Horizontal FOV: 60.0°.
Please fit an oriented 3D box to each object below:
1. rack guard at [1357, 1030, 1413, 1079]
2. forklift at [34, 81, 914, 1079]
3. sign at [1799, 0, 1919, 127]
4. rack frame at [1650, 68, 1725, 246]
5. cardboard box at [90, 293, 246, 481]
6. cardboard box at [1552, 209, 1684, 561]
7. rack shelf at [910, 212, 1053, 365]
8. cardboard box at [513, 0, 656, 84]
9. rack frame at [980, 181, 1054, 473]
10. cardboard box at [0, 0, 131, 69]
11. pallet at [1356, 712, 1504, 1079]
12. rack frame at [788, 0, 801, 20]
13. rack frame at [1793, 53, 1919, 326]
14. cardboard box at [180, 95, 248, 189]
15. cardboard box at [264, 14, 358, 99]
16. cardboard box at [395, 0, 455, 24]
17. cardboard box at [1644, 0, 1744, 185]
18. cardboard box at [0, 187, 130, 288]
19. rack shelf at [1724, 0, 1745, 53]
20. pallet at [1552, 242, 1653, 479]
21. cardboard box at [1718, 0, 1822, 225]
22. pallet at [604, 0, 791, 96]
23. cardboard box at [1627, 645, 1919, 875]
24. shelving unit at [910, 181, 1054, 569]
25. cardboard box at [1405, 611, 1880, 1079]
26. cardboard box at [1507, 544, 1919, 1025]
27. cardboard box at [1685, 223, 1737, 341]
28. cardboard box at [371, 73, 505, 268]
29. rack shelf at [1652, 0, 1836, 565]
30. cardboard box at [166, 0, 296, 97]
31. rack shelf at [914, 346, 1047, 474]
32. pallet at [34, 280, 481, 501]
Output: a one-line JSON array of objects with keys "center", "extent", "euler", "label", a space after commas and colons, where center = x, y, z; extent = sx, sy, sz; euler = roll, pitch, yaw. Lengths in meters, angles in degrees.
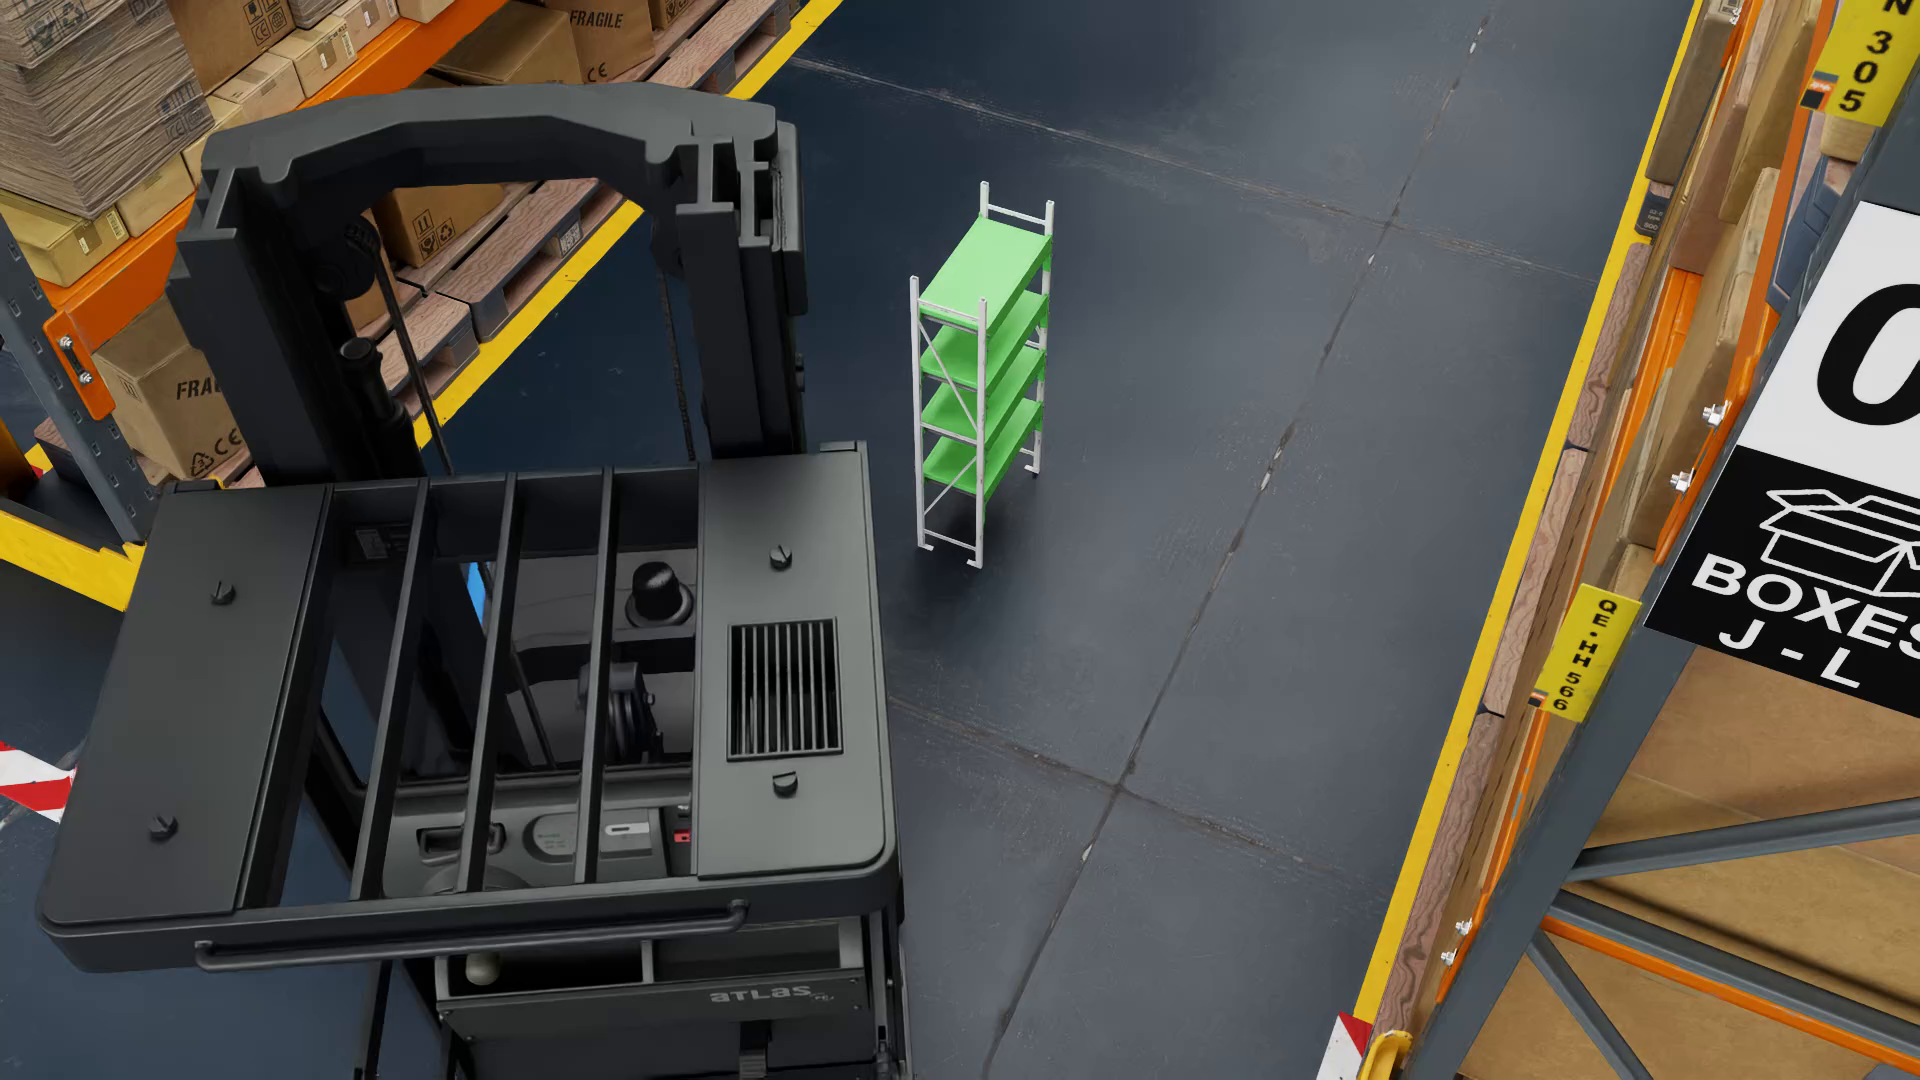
[{"center": [1.488, 1.654, 4.014], "extent": [1.175, 0.500, 0.348], "euler": [20, 52, 16], "label": "rack guard"}, {"center": [-0.658, 0.774, 3.167], "extent": [1.130, 2.935, 3.031], "euler": [-4, 50, -3], "label": "forklift"}, {"center": [1.014, -0.592, 1.785], "extent": [0.100, 0.325, 0.005], "euler": [20, 52, 16], "label": "sign"}, {"center": [3.207, -1.927, 5.420], "extent": [1.000, 3.000, 0.127], "euler": [20, 52, 16], "label": "rack frame"}, {"center": [-2.661, -0.606, 5.662], "extent": [0.500, 0.500, 0.500], "euler": [29, 55, 22], "label": "cardboard box"}, {"center": [2.494, -0.342, 5.191], "extent": [0.875, 0.875, 0.875], "euler": [20, 53, 16], "label": "cardboard box"}, {"center": [0.071, -0.772, 5.073], "extent": [0.258, 0.148, 0.480], "euler": [20, 52, 16], "label": "rack shelf"}, {"center": [-1.679, -2.277, 7.083], "extent": [0.500, 0.500, 0.500], "euler": [36, 58, 27], "label": "cardboard box"}, {"center": [0.175, -0.671, 5.533], "extent": [0.240, 1.200, 0.015], "euler": [20, 52, 16], "label": "rack frame"}, {"center": [-2.461, -1.598, 4.223], "extent": [0.500, 0.500, 0.500], "euler": [20, 52, 16], "label": "cardboard box"}, {"center": [1.769, 1.155, 4.628], "extent": [1.003, 0.211, 1.213], "euler": [20, 52, 16], "label": "pallet"}, {"center": [-1.234, -3.610, 6.852], "extent": [1.000, 3.000, 0.127], "euler": [20, 52, 16], "label": "rack frame"}, {"center": [1.499, -1.116, 0.791], "extent": [1.000, 3.000, 0.127], "euler": [20, 52, 16], "label": "rack frame"}, {"center": [-2.361, -1.226, 4.989], "extent": [0.380, 0.149, 0.250], "euler": [20, 52, 16], "label": "cardboard box"}, {"center": [-2.160, -1.575, 5.285], "extent": [0.380, 0.149, 0.250], "euler": [20, 52, 16], "label": "cardboard box"}, {"center": [-1.877, -1.894, 5.557], "extent": [0.380, 0.149, 0.250], "euler": [20, 52, 16], "label": "cardboard box"}, {"center": [3.391, -1.790, 6.505], "extent": [1.050, 0.750, 0.750], "euler": [20, 52, 16], "label": "cardboard box"}, {"center": [-2.605, -0.893, 4.705], "extent": [0.380, 0.149, 0.250], "euler": [20, 52, 16], "label": "cardboard box"}, {"center": [4.062, -3.071, 6.866], "extent": [1.077, 0.370, 4.000], "euler": [20, 52, 16], "label": "rack shelf"}, {"center": [2.812, -0.525, 6.058], "extent": [1.003, 0.211, 1.213], "euler": [20, 52, 16], "label": "pallet"}, {"center": [2.315, -0.971, 3.799], "extent": [0.875, 0.550, 0.500], "euler": [20, 52, 16], "label": "cardboard box"}, {"center": [-1.489, -2.232, 7.511], "extent": [1.003, 0.211, 1.213], "euler": [20, 52, 16], "label": "pallet"}, {"center": [1.692, 0.186, 2.814], "extent": [0.875, 0.550, 0.550], "euler": [20, 52, 16], "label": "cardboard box"}, {"center": [0.071, -0.503, 5.390], "extent": [0.258, 1.200, 0.503], "euler": [20, 52, 16], "label": "shelving unit"}, {"center": [1.729, 0.892, 4.141], "extent": [0.875, 0.875, 0.875], "euler": [20, 53, 16], "label": "cardboard box"}, {"center": [1.616, 0.509, 3.249], "extent": [0.875, 0.550, 0.550], "euler": [20, 52, 16], "label": "cardboard box"}, {"center": [2.373, -0.600, 4.193], "extent": [0.875, 0.550, 0.500], "euler": [20, 52, 16], "label": "cardboard box"}, {"center": [-2.152, -1.454, 6.383], "extent": [0.500, 0.500, 0.500], "euler": [24, 54, 19], "label": "cardboard box"}, {"center": [2.353, -1.288, 3.380], "extent": [1.077, 0.370, 4.000], "euler": [20, 52, 16], "label": "rack shelf"}, {"center": [-2.578, -1.738, 4.998], "extent": [0.875, 0.500, 0.500], "euler": [20, 52, 16], "label": "cardboard box"}, {"center": [0.071, -0.461, 5.439], "extent": [0.258, 0.148, 0.480], "euler": [20, 52, 16], "label": "rack shelf"}, {"center": [-2.531, -0.552, 6.081], "extent": [1.003, 0.211, 1.213], "euler": [20, 52, 16], "label": "pallet"}]
